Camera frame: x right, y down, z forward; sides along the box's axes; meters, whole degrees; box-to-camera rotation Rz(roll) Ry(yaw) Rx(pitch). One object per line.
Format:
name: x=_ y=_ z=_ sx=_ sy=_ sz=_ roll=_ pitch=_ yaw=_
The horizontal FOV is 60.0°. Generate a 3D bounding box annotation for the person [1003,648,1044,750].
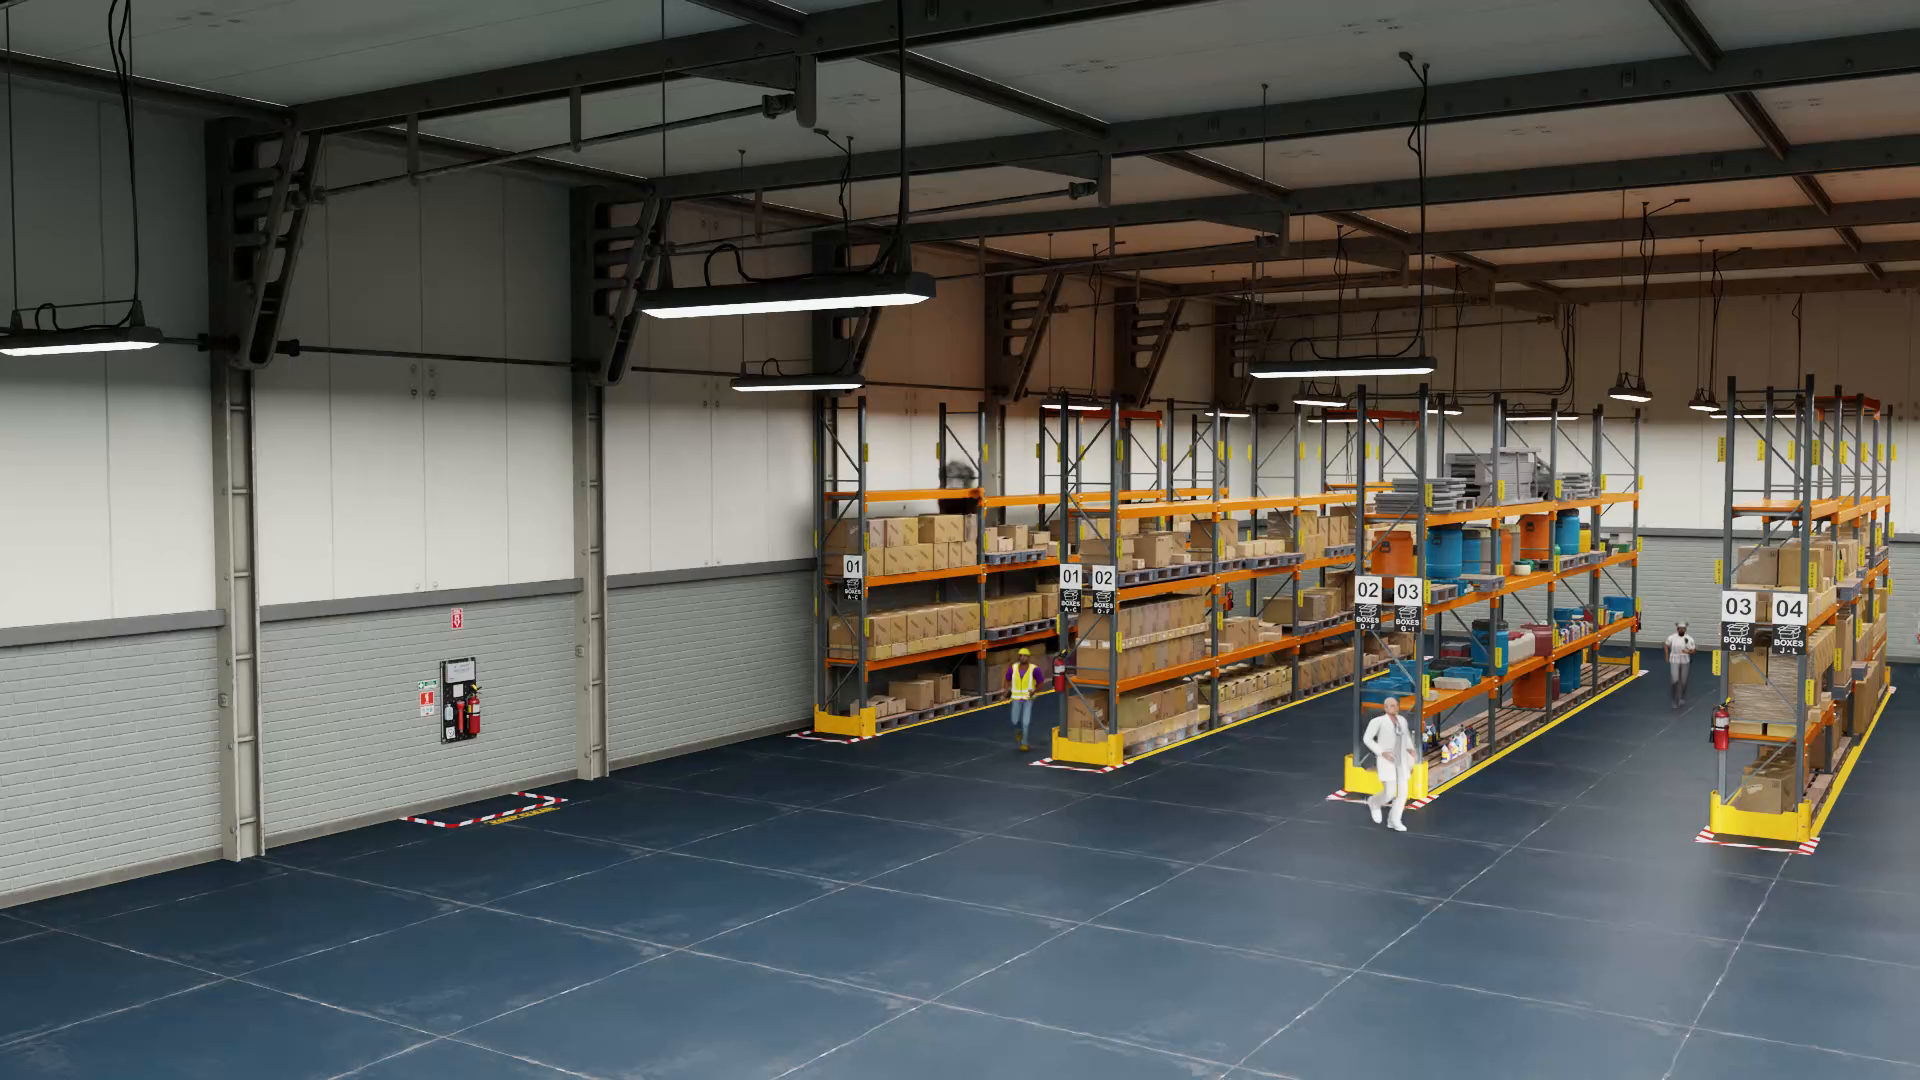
person: x=1.058 y=2.676 z=27.948 sx=0.702 sy=1.719 sz=0.581 roll=1 pitch=3 yaw=12

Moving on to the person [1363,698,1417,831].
person: x=5.728 y=2.966 z=22.157 sx=0.742 sy=1.744 sz=0.722 roll=-1 pitch=3 yaw=-21

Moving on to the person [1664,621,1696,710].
person: x=14.096 y=2.453 z=32.562 sx=0.541 sy=1.756 sz=0.734 roll=1 pitch=3 yaw=19

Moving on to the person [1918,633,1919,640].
person: x=20.615 y=2.329 z=34.976 sx=0.750 sy=1.785 sz=0.675 roll=-1 pitch=3 yaw=-25
